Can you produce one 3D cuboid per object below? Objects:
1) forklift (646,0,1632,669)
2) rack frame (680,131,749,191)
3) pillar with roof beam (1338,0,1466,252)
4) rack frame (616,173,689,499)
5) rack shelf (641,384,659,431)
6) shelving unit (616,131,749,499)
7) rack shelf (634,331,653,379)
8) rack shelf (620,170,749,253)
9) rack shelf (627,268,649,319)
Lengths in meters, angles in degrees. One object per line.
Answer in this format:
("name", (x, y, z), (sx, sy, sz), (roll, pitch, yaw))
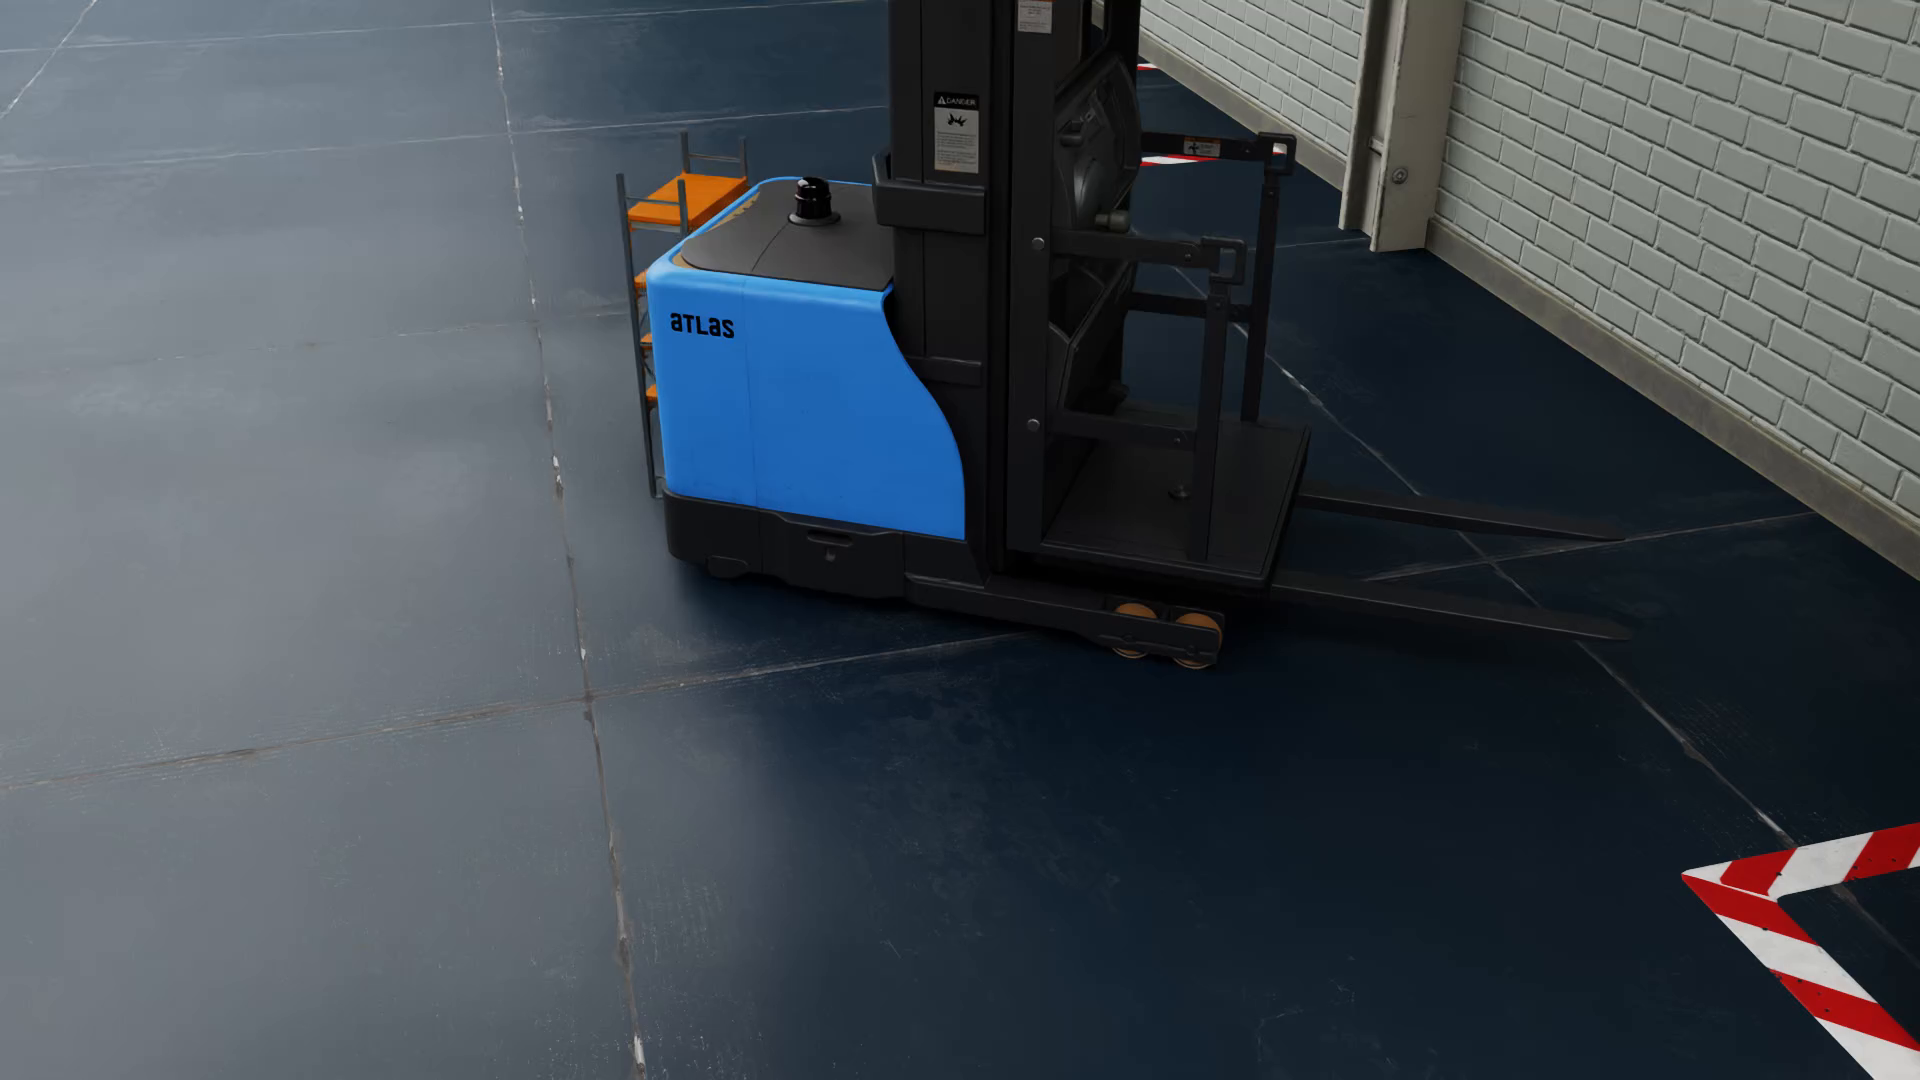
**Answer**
("forklift", (0.598, -1.174, 4.853), (3.031, 2.935, 1.130), (9, 31, 15))
("rack frame", (-0.861, -0.893, 6.094), (0.240, 1.200, 0.015), (9, 31, 15))
("pillar with roof beam", (-2.011, -4.856, 5.157), (9.100, 9.000, 0.400), (-8, 31, -13))
("rack frame", (-1.004, -0.659, 5.690), (0.240, 1.200, 0.015), (9, 31, 15))
("rack shelf", (-0.932, -0.546, 6.025), (0.258, 0.148, 0.480), (9, 31, 15))
("shelving unit", (-0.933, -0.776, 5.892), (0.258, 1.200, 0.503), (9, 31, 15))
("rack shelf", (-0.933, -0.718, 5.926), (0.258, 0.148, 0.480), (9, 31, 15))
("rack shelf", (-0.933, -1.116, 5.696), (0.258, 0.148, 0.480), (9, 31, 15))
("rack shelf", (-0.933, -0.911, 5.814), (0.258, 0.148, 0.480), (9, 31, 15))
